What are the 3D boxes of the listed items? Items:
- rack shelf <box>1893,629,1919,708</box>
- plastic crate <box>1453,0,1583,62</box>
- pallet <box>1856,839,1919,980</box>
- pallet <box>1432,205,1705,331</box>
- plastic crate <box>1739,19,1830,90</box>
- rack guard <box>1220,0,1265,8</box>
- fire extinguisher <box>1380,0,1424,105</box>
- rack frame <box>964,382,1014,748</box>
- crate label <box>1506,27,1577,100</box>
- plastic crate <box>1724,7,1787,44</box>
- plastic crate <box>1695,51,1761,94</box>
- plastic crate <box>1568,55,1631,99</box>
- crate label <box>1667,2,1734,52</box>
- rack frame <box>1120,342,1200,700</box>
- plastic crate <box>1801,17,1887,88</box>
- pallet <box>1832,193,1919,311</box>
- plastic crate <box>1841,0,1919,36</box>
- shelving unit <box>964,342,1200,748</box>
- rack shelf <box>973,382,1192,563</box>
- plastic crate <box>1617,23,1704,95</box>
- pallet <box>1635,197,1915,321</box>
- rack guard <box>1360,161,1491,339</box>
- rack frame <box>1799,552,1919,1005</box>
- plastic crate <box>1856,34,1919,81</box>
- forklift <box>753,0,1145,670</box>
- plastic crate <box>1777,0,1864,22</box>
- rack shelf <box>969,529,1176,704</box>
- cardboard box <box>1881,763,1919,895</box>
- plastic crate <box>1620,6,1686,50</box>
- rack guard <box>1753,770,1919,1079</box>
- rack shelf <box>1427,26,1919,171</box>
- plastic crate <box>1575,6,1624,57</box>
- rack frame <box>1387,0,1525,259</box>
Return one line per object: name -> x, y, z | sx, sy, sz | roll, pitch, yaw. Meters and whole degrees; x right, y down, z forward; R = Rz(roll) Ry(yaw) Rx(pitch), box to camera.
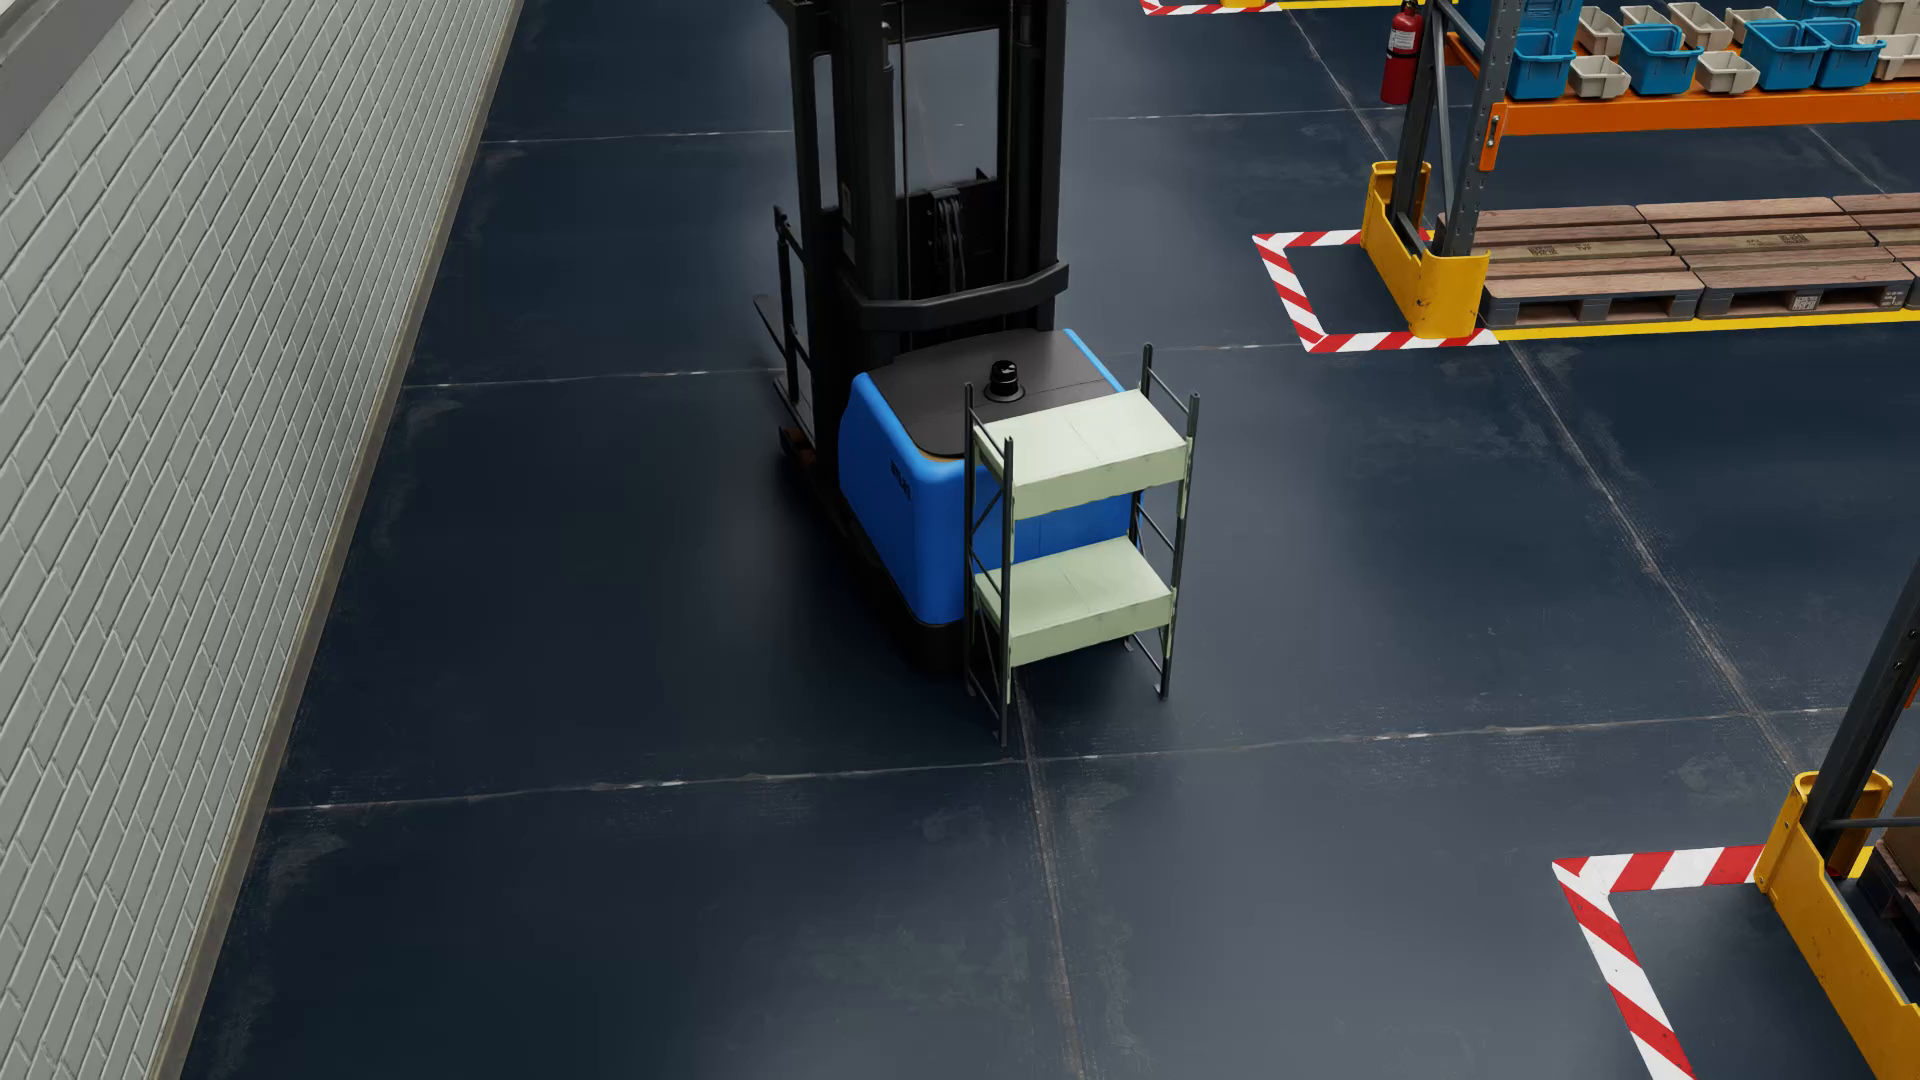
rack shelf -> 5.074, 0.571, 5.185 | 4.000, 0.370, 1.077 | -3, 38, -4
plastic crate -> 2.964, -2.829, 8.837 | 0.499, 0.435, 0.616 | -3, 38, -4
pallet -> 3.952, 1.445, 5.748 | 1.213, 0.211, 1.003 | -3, 38, -4
pallet -> 3.472, -1.584, 9.587 | 1.213, 0.211, 1.003 | -3, 38, -4
plastic crate -> 4.233, -2.498, 8.581 | 0.300, 0.233, 0.416 | -3, 38, -4
rack guard -> 2.184, -4.731, 13.342 | 0.348, 0.500, 1.175 | -3, 38, -4
fire extinguisher -> 2.456, -2.753, 9.181 | 0.183, 0.674, 0.296 | -3, 38, -4
rack frame -> 0.101, 0.131, 6.373 | 0.023, 1.500, 0.400 | -14, 40, -17
crate label -> 2.922, -2.426, 8.490 | 0.303, 0.233, 0.416 | -3, 38, -4
plastic crate -> 4.302, -2.799, 9.041 | 0.250, 0.136, 0.298 | -3, 38, -4
plastic crate -> 3.924, -2.392, 8.524 | 0.298, 0.136, 0.250 | -3, 38, -4
plastic crate -> 3.249, -2.355, 8.477 | 0.298, 0.136, 0.250 | -3, 38, -4
crate label -> 4.008, -2.771, 9.005 | 0.243, 0.136, 0.396 | -3, 38, -4
rack frame -> 0.779, -0.040, 6.590 | 0.023, 1.500, 0.400 | -14, 40, -17
plastic crate -> 4.532, -2.515, 8.602 | 0.300, 0.233, 0.416 | -3, 38, -4
pallet -> 5.902, -1.718, 9.757 | 1.213, 0.211, 1.003 | -3, 38, -4
plastic crate -> 5.094, -2.884, 9.031 | 0.530, 0.282, 0.437 | -3, 38, -4
shelving unit -> 0.440, 0.045, 6.482 | 0.755, 1.500, 0.431 | -14, 40, -17
rack shelf -> 0.440, -0.261, 6.239 | 0.720, 0.370, 0.431 | -14, 40, -17
plastic crate -> 3.578, -2.462, 8.535 | 0.300, 0.233, 0.416 | -3, 38, -4
pallet -> 4.684, -1.649, 9.670 | 1.213, 0.211, 1.003 | -3, 38, -4
rack guard -> 2.624, -1.667, 9.459 | 0.348, 0.500, 1.175 | -3, 38, -4
rack frame -> 3.082, 0.399, 4.823 | 0.127, 3.000, 1.000 | -3, 38, -4
plastic crate -> 4.923, -2.516, 8.682 | 0.466, 0.136, 0.293 | -3, 38, -4
forklift -> -0.244, -1.522, 7.313 | 1.130, 2.935, 3.031 | -14, 40, -17
plastic crate -> 4.670, -2.886, 9.073 | 0.300, 0.233, 0.416 | -3, 38, -4
rack shelf -> 0.440, 0.301, 6.684 | 0.720, 0.370, 0.431 | -14, 40, -17
cardboard box -> 3.602, 1.026, 5.692 | 0.500, 0.500, 0.500 | -3, 38, -4
plastic crate -> 3.733, -2.741, 8.967 | 0.243, 0.136, 0.396 | -3, 38, -4
rack guard -> 3.158, 1.376, 5.603 | 0.348, 0.500, 1.175 | -3, 38, -4
rack shelf -> 4.639, -2.485, 9.059 | 4.000, 0.370, 1.077 | -3, 38, -4
plastic crate -> 3.443, -2.734, 8.958 | 0.243, 0.136, 0.396 | -3, 38, -4
rack frame -> 2.647, -2.658, 8.697 | 0.127, 3.000, 1.000 | -3, 38, -4
